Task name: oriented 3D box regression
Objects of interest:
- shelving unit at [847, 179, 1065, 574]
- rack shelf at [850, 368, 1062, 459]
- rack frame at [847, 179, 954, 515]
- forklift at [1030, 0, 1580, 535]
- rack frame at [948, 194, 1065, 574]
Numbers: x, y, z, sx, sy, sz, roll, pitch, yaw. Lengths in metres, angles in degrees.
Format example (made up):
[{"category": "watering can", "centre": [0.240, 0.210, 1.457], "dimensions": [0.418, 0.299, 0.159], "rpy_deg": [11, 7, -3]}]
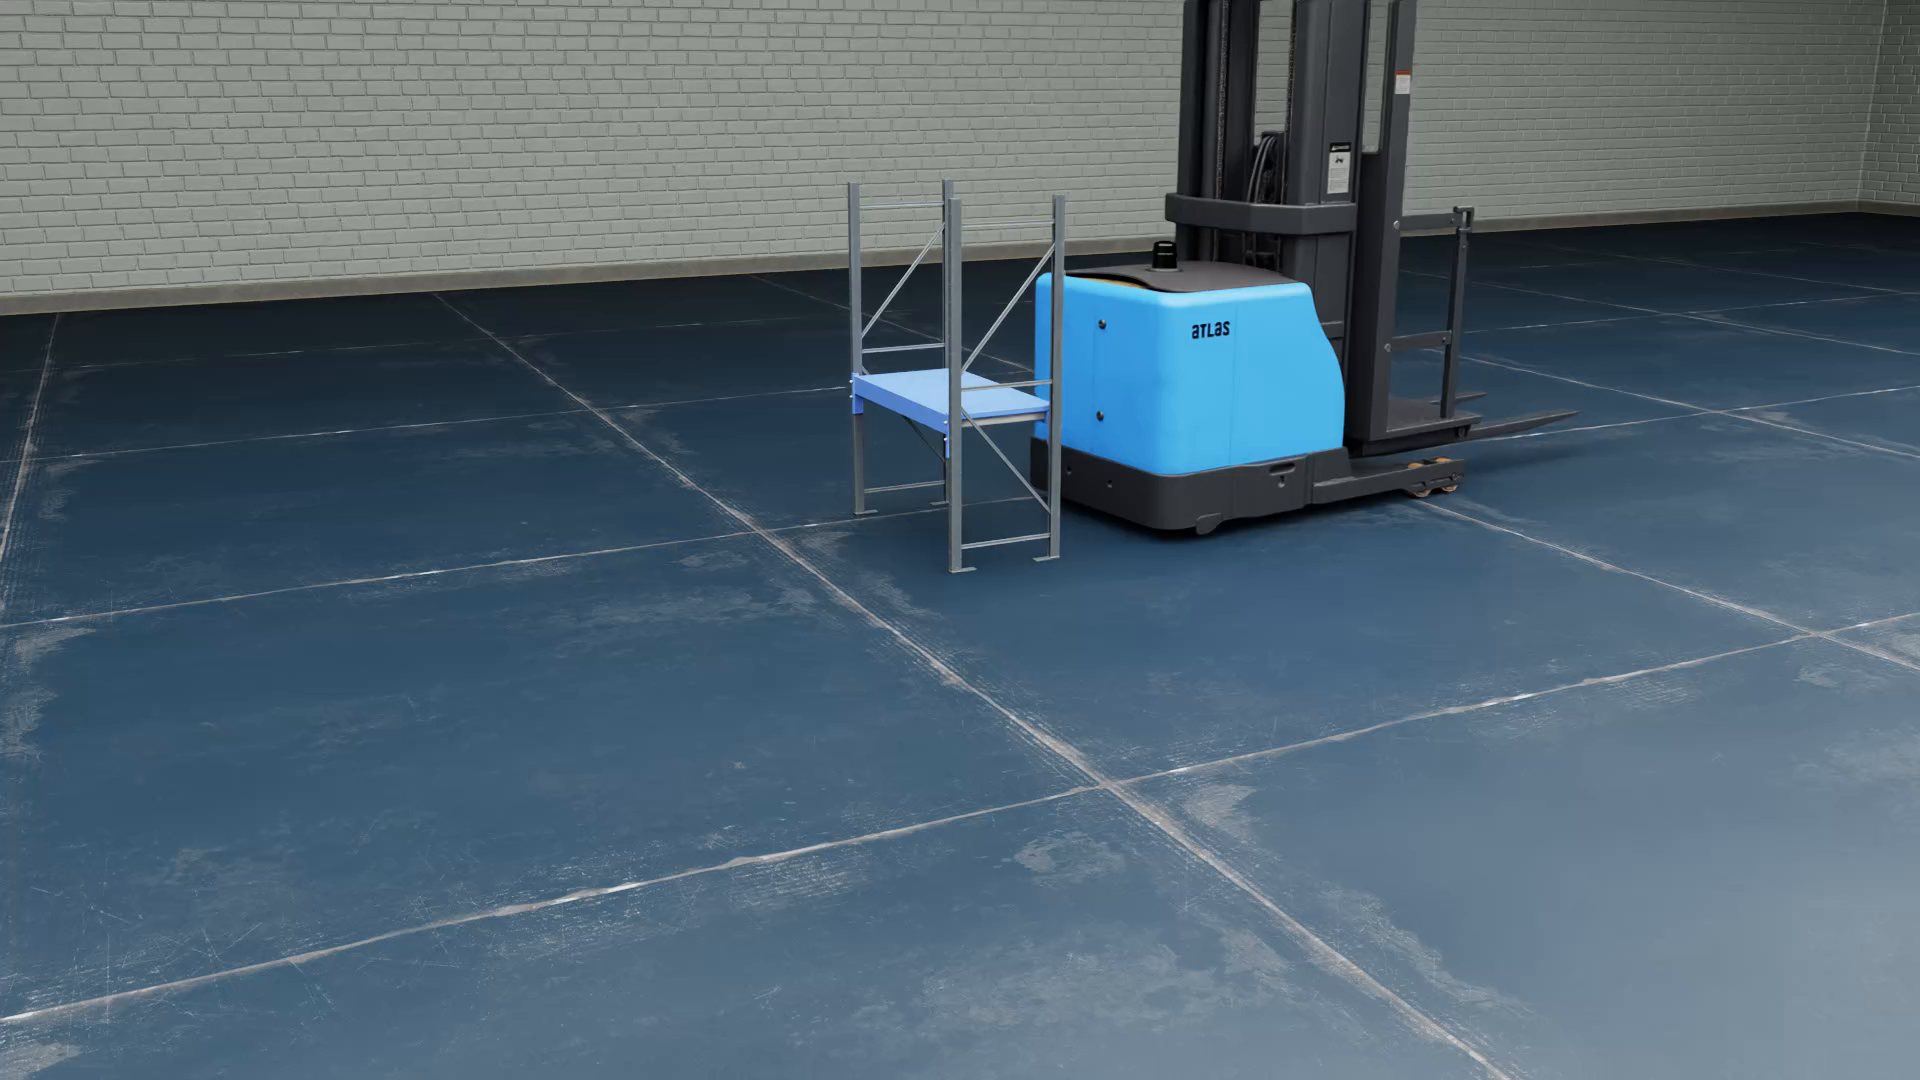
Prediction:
[{"category": "shelving unit", "centre": [-0.037, -0.742, 7.117], "dimensions": [0.538, 1.500, 1.048], "rpy_deg": [-8, 18, -25]}, {"category": "rack shelf", "centre": [-0.037, -0.569, 7.167], "dimensions": [0.538, 0.185, 1.000], "rpy_deg": [-8, 18, -25]}, {"category": "rack frame", "centre": [-0.260, -0.868, 7.557], "dimensions": [0.500, 1.500, 0.032], "rpy_deg": [-8, 18, -25]}, {"category": "forklift", "centre": [1.843, -1.722, 7.936], "dimensions": [3.031, 2.935, 1.130], "rpy_deg": [-10, 19, -32]}, {"category": "rack frame", "centre": [0.185, -0.616, 6.678], "dimensions": [0.500, 1.500, 0.032], "rpy_deg": [-8, 18, -25]}]
